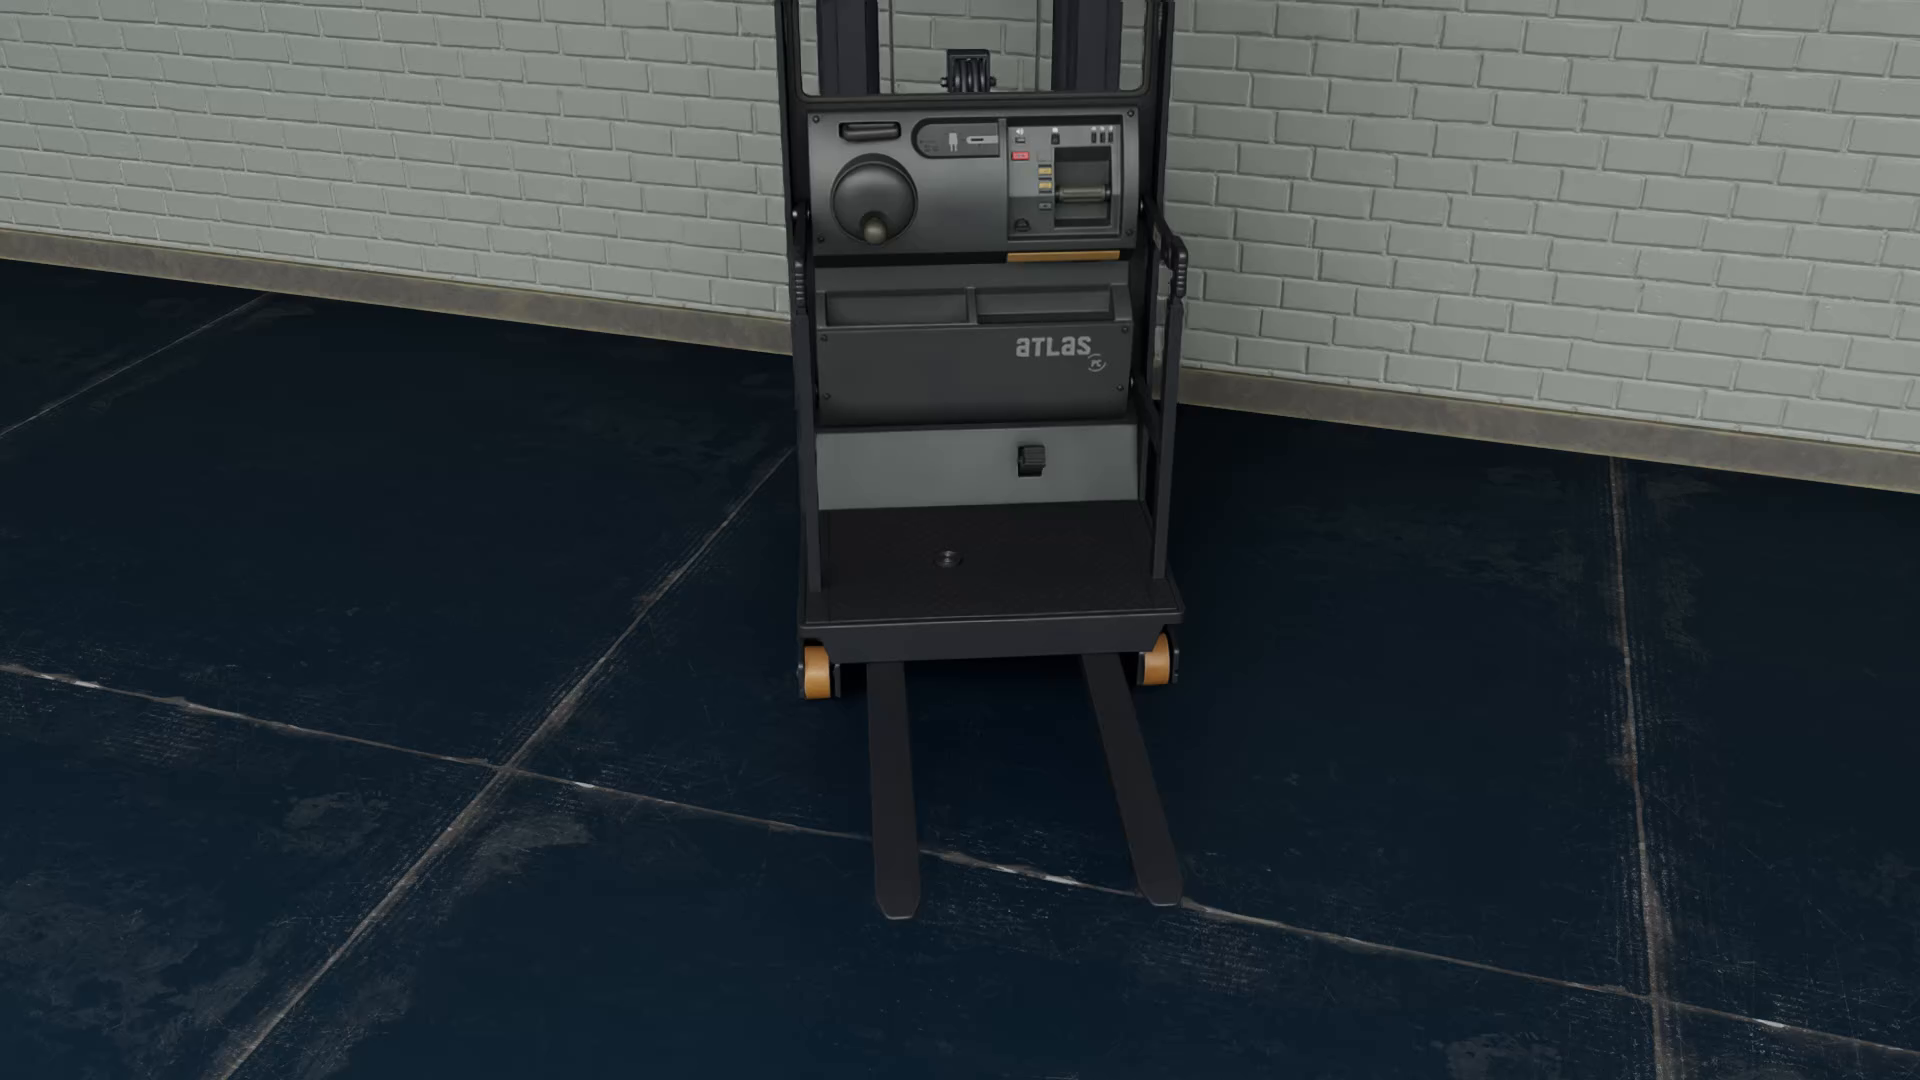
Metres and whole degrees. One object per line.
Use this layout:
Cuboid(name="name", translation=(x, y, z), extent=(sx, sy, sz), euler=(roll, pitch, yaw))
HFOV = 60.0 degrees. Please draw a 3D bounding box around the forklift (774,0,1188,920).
Cuboid(name="forklift", translation=(0.059, -0.977, 4.491), extent=(1.130, 2.935, 3.031), euler=(-2, 29, -4))
